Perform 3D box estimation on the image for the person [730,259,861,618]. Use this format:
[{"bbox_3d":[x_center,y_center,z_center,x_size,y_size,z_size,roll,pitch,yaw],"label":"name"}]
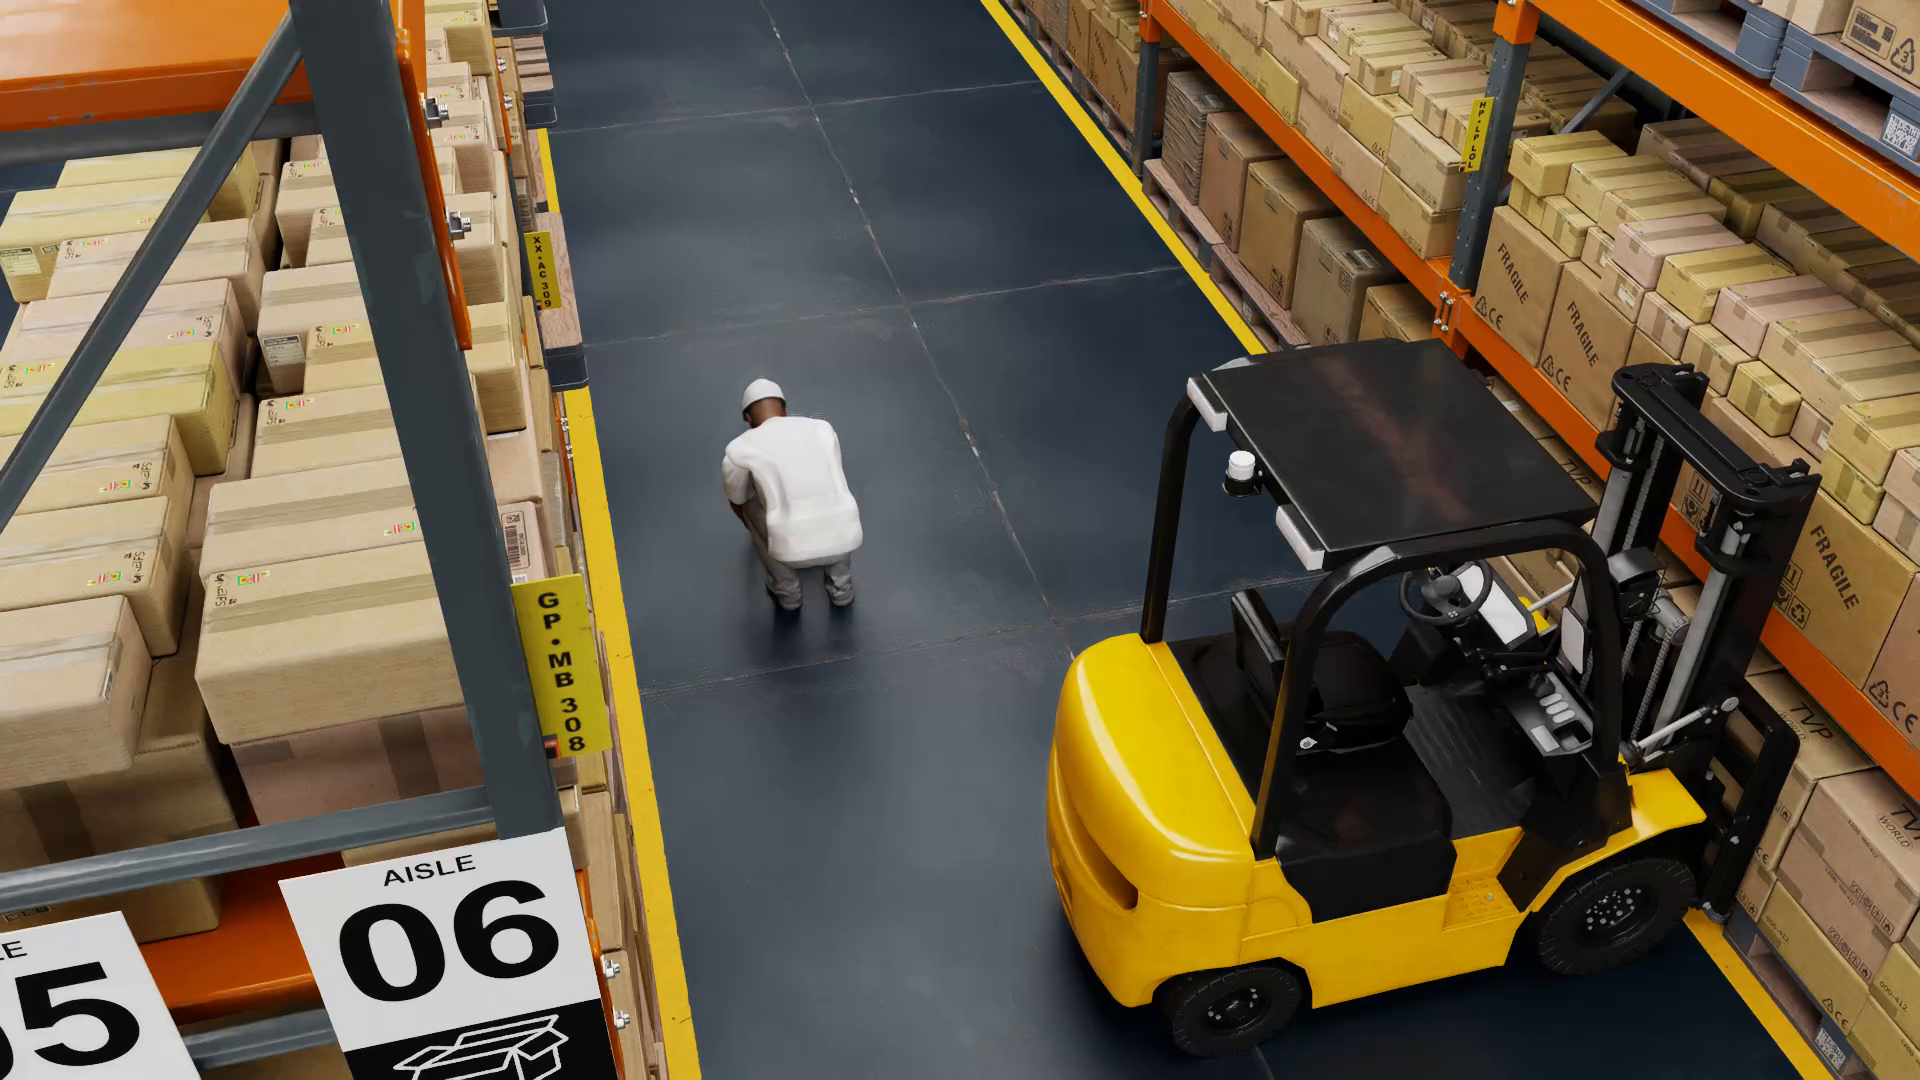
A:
[{"bbox_3d":[-0.713,-0.446,7.266,0.566,1.768,0.496,-11,39,-14],"label":"person"}]
